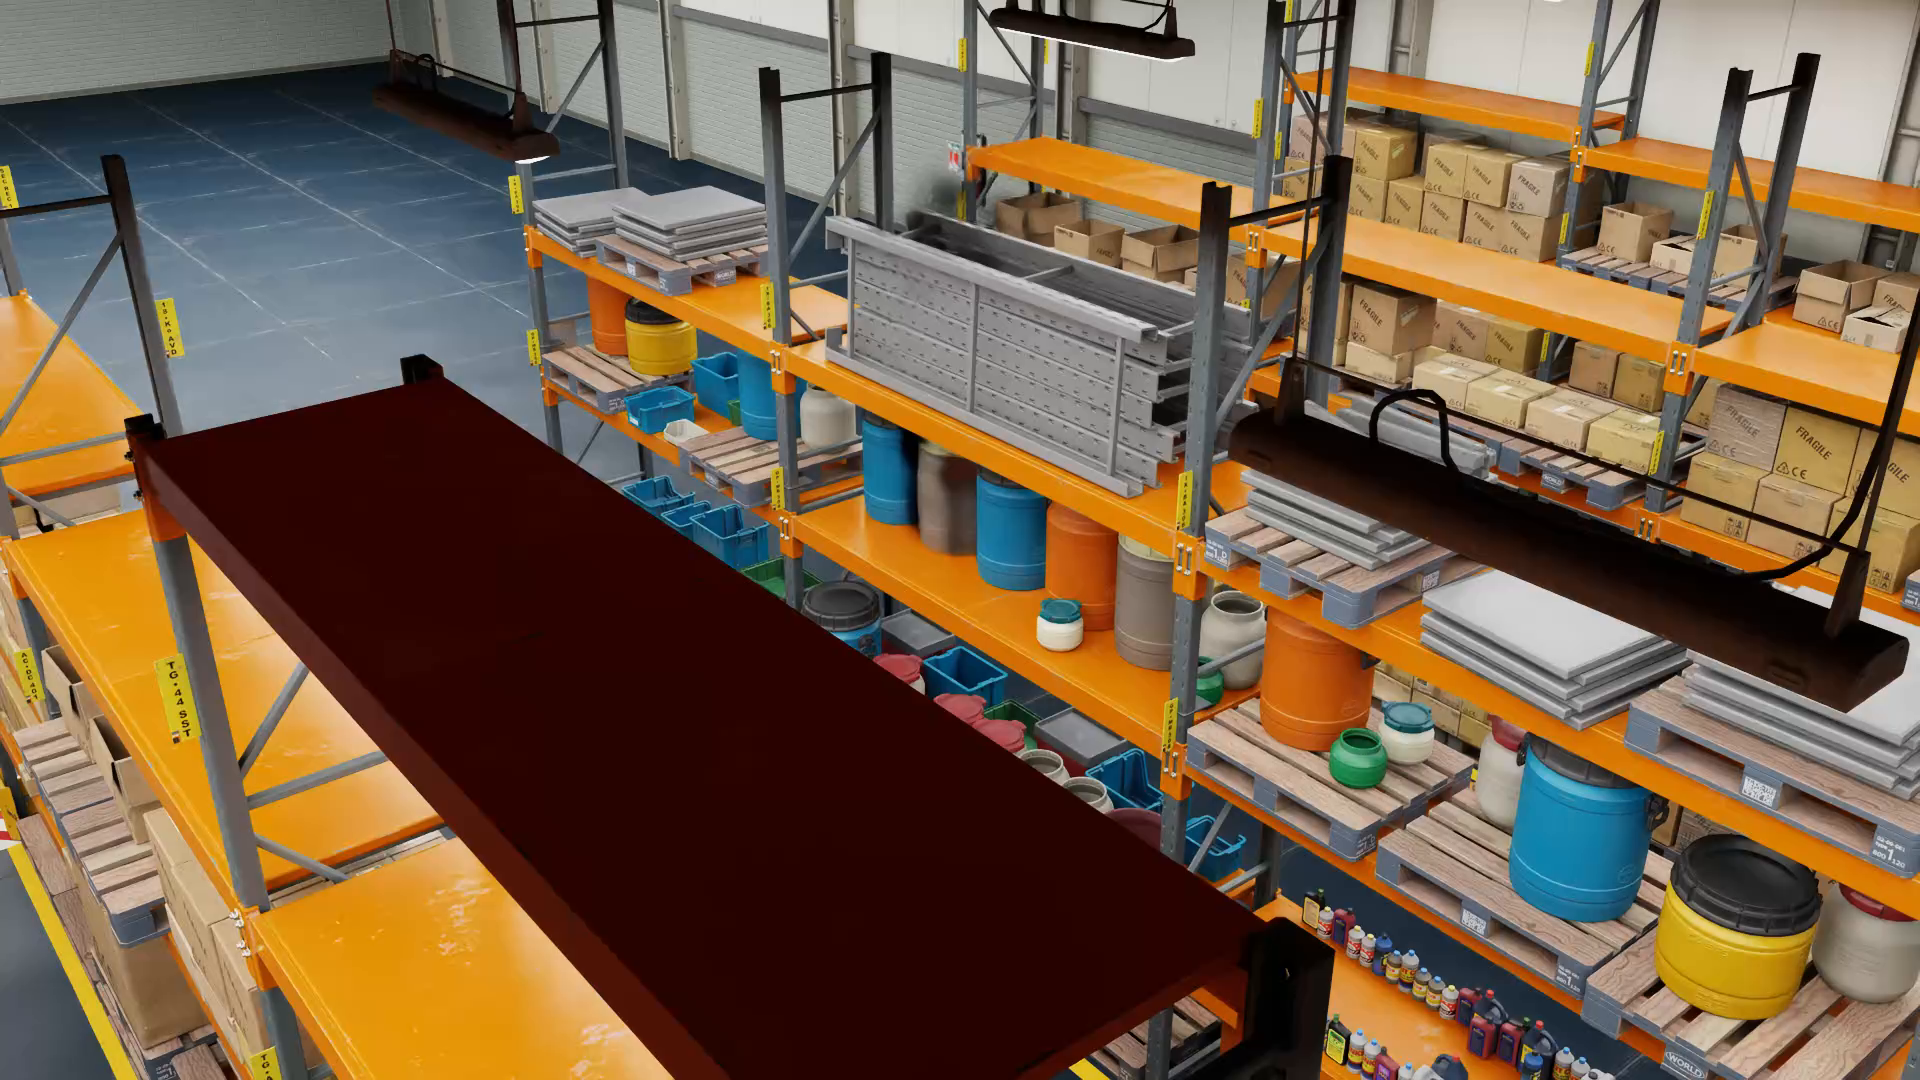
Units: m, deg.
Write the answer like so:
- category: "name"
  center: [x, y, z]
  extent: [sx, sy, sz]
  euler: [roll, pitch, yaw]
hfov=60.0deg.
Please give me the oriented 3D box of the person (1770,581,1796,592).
- category: "person"
  center: [7.114, 0.847, 14.510]
  extent: [0.745, 1.777, 0.680]
  euler: [21, 33, 36]
